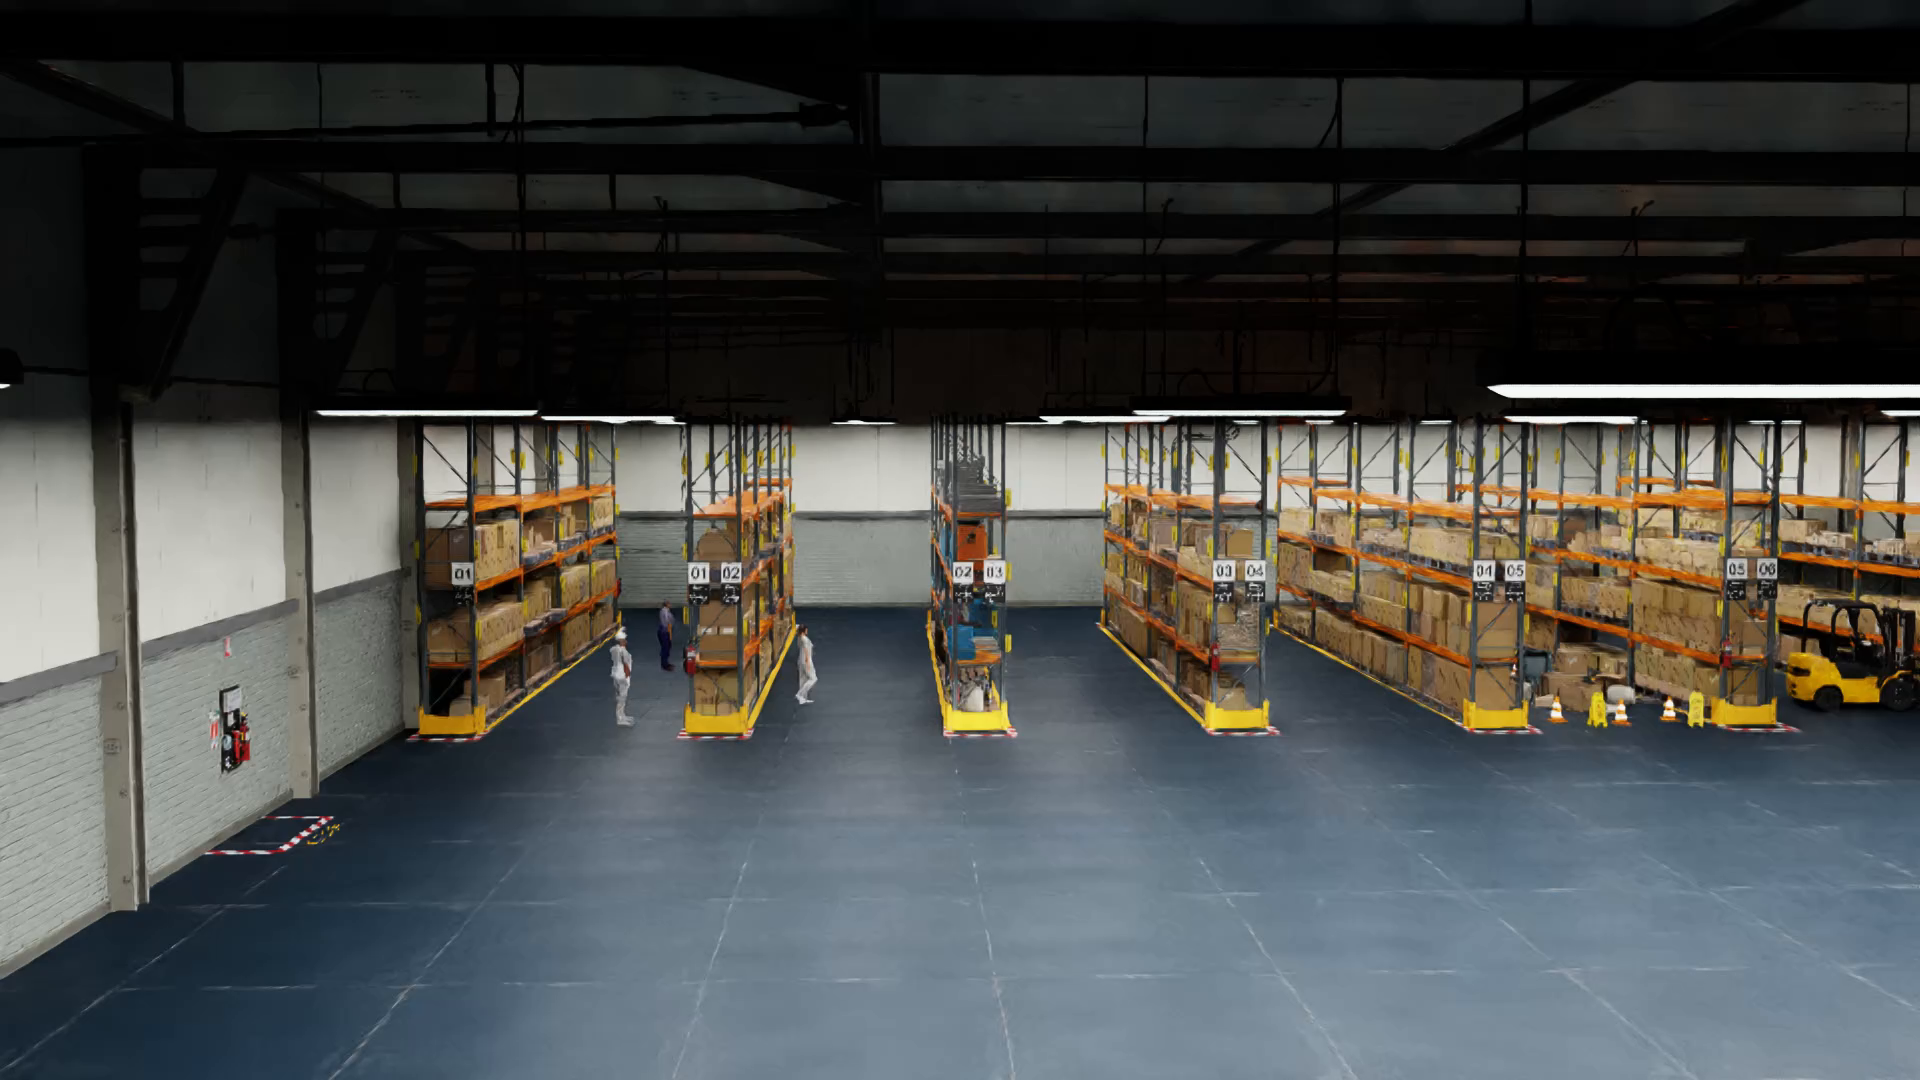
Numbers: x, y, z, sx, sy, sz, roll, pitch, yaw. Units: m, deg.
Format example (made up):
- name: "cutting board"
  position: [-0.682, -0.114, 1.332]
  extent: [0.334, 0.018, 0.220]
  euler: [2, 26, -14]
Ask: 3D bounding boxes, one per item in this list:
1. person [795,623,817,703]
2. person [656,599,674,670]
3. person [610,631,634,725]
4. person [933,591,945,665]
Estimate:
- name: "person"
  position: [-3.222, 2.551, 34.328]
  extent: [0.435, 1.671, 0.492]
  euler: [-2, 4, -29]
- name: "person"
  position: [-6.909, 2.214, 39.282]
  extent: [0.444, 1.658, 0.580]
  euler: [-2, 5, -32]
- name: "person"
  position: [-6.466, 2.638, 31.972]
  extent: [0.455, 1.786, 0.617]
  euler: [-3, 5, -33]
- name: "person"
  position: [-0.320, 2.041, 38.503]
  extent: [0.629, 1.732, 0.499]
  euler: [3, 5, 39]
